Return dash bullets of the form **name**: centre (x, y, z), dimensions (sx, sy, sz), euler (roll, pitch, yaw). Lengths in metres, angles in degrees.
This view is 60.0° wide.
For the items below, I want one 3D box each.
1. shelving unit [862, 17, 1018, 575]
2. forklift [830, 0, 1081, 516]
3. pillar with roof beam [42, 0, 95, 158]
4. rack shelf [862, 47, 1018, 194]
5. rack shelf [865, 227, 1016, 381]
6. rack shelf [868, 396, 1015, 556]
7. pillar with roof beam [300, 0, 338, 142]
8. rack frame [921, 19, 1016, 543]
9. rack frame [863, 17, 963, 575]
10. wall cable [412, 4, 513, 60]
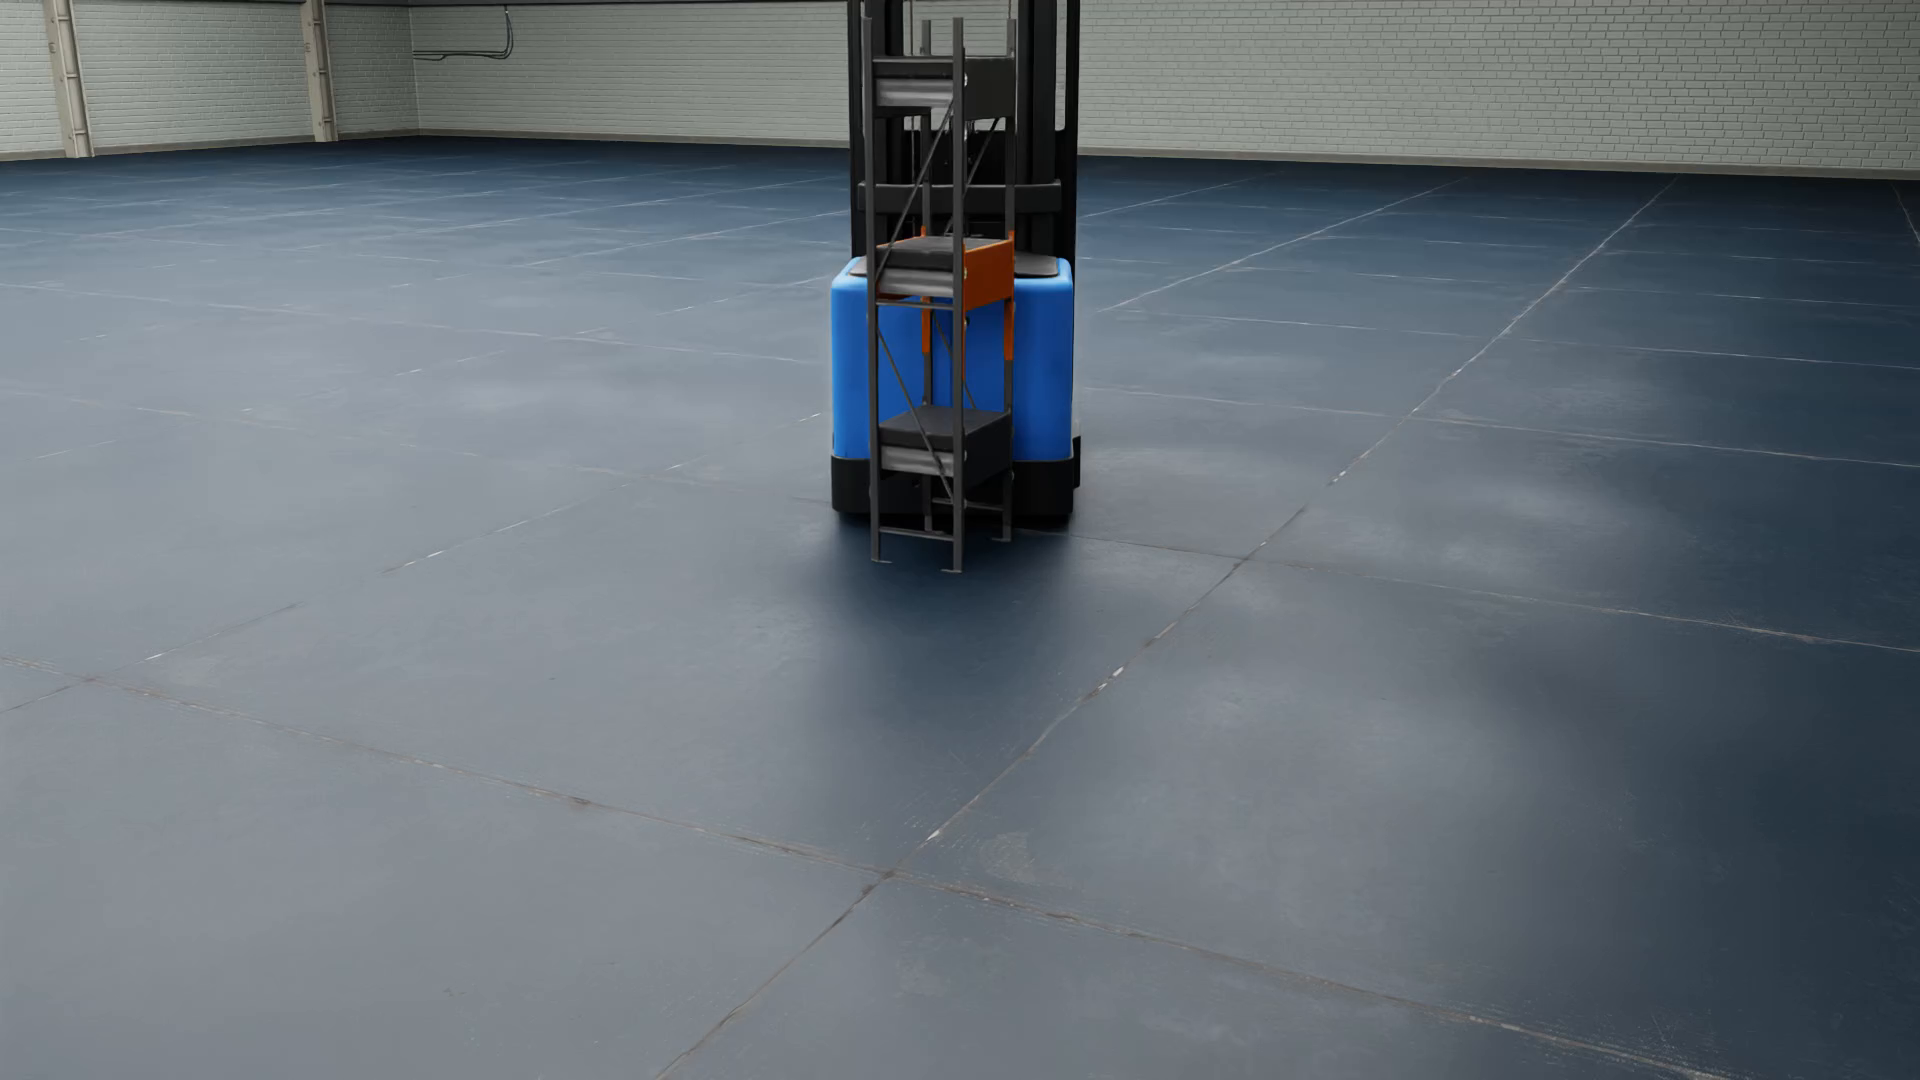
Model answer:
- **shelving unit**: centre (-0.070, -0.955, 6.553), dimensions (0.431, 2.100, 0.503), euler (8, 18, 24)
- **forklift**: centre (0.029, -1.876, 8.194), dimensions (1.130, 2.935, 3.031), euler (1, 17, 2)
- **pillar with roof beam**: centre (-12.722, -10.982, 28.195), dimensions (9.100, 9.000, 0.400), euler (8, 18, 25)
- **rack shelf**: centre (-0.070, -1.613, 6.358), dimensions (0.431, 0.518, 0.480), euler (8, 18, 24)
- **rack shelf**: centre (-0.070, -0.942, 6.557), dimensions (0.431, 0.518, 0.480), euler (8, 18, 24)
- **rack shelf**: centre (-0.070, -0.271, 6.757), dimensions (0.431, 0.518, 0.480), euler (8, 18, 24)
- **pillar with roof beam**: centre (-10.041, -12.511, 33.340), dimensions (9.100, 9.000, 0.400), euler (8, 18, 25)
- **rack frame**: centre (0.033, -1.018, 6.766), dimensions (0.400, 2.100, 0.015), euler (8, 18, 24)
- **rack frame**: centre (-0.173, -0.892, 6.341), dimensions (0.400, 2.100, 0.015), euler (8, 18, 24)
- **wall cable**: centre (-11.393, -12.152, 37.586), dimensions (3.097, 2.526, 0.112), euler (8, 18, 25)
